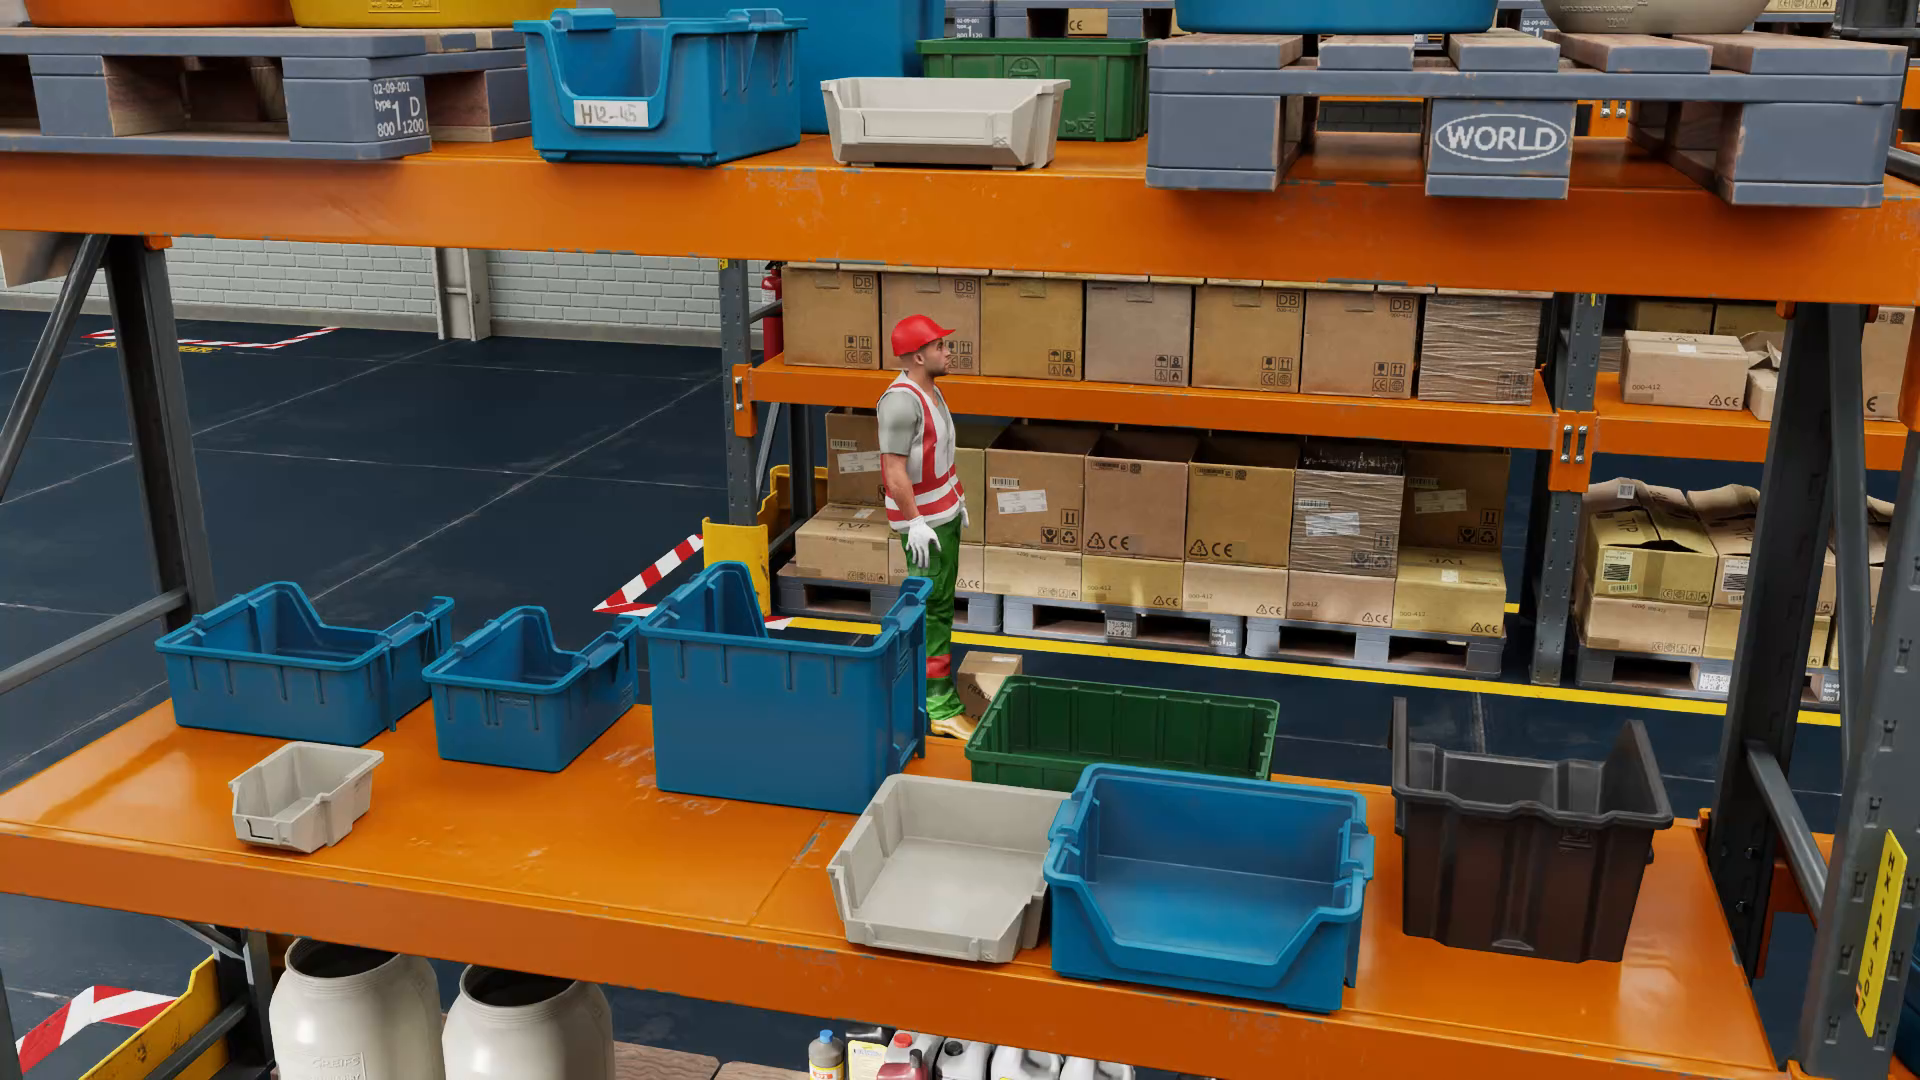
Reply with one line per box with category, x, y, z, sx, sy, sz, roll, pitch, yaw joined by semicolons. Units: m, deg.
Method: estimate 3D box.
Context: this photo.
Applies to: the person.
person;-0.060;-0.076;7.220;0.562;1.790;0.637;4;19;13
